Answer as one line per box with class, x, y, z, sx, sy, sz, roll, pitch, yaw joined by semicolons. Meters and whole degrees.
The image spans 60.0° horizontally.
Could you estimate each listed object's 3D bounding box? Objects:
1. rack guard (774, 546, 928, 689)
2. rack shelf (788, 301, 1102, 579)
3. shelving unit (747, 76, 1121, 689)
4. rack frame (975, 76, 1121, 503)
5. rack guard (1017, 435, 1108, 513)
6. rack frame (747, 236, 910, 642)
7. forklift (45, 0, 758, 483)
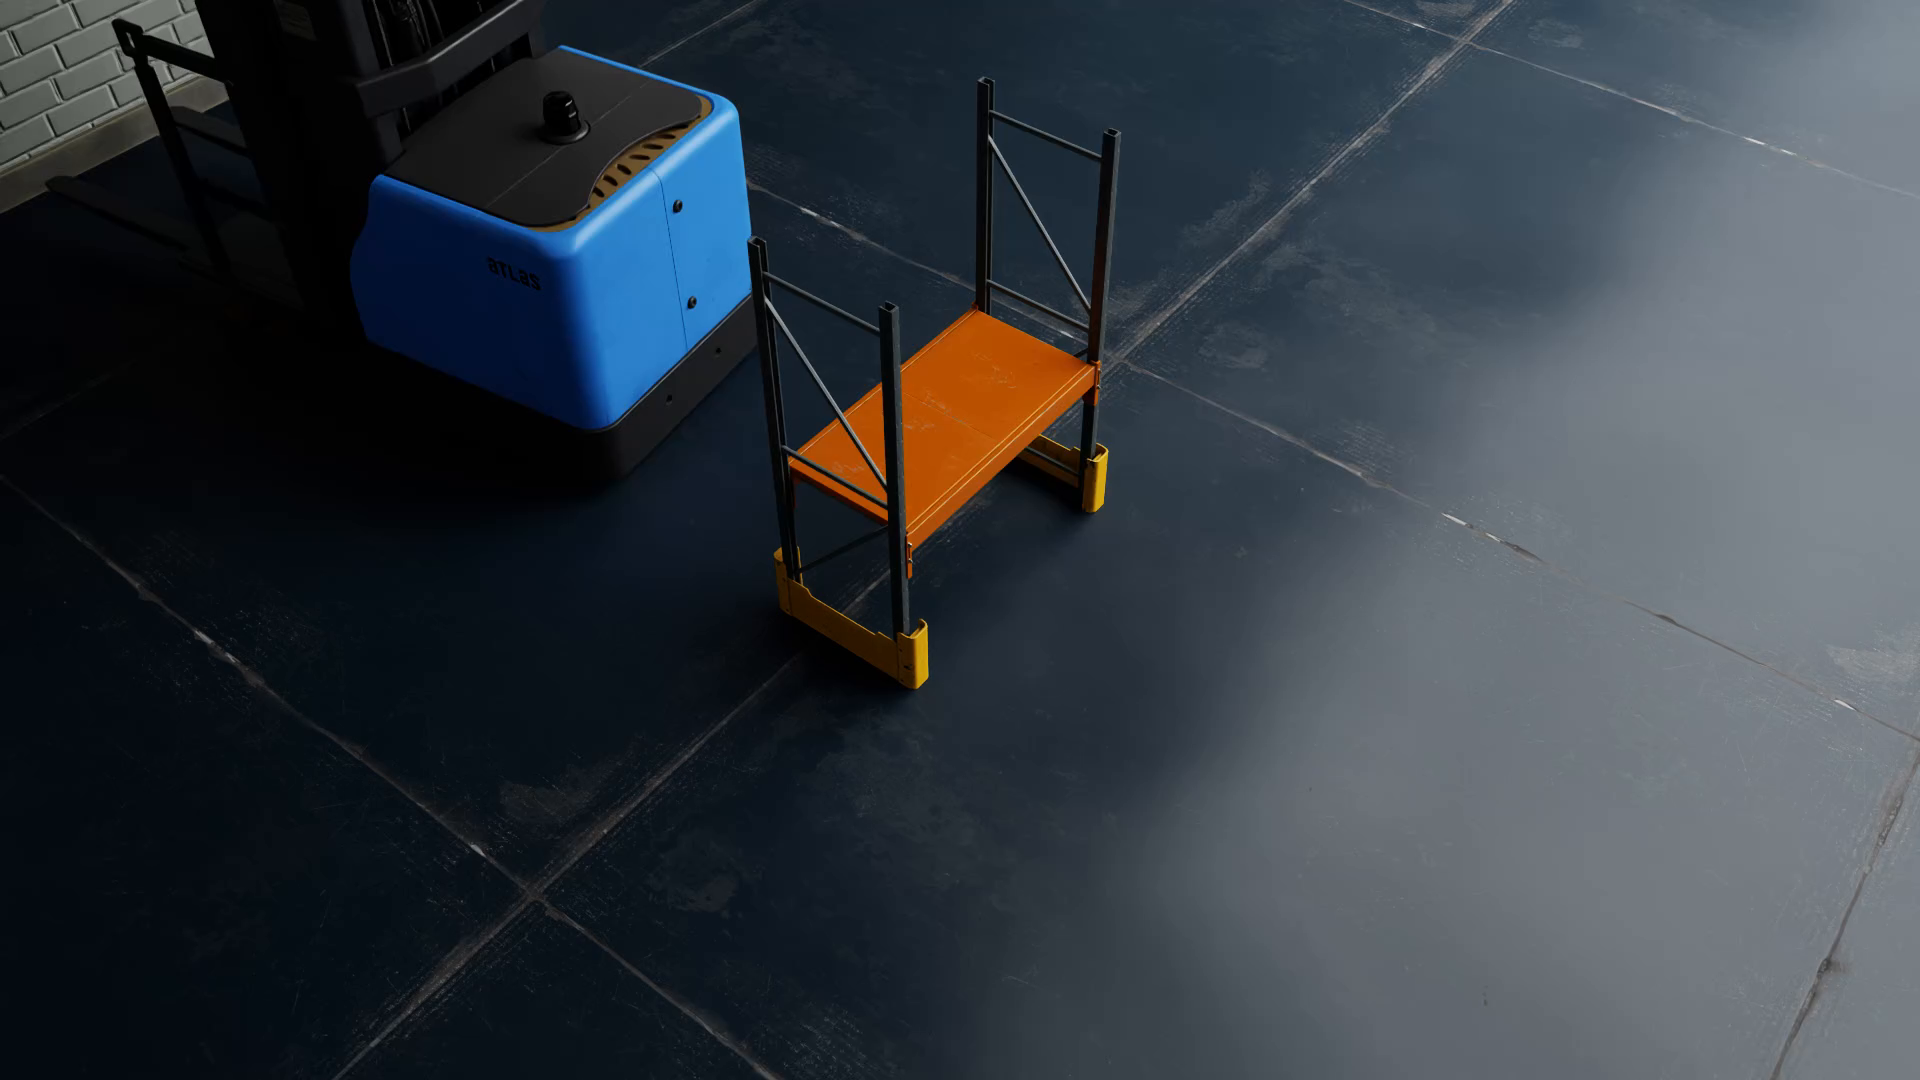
rack guard;-0.351;0.242;5.346;0.587;0.250;0.087;29;53;25
rack shelf;-0.052;-0.345;5.291;0.538;0.185;1.000;29;53;25
shelving unit;-0.047;-0.474;5.166;0.587;1.500;1.083;29;53;25
rack frame;0.259;-0.760;5.439;0.500;1.500;0.032;29;53;25
rack guard;0.258;-0.328;5.890;0.587;0.250;0.087;29;53;25
rack frame;-0.363;-0.178;4.883;0.500;1.500;0.032;29;53;25
forklift;-2.286;-2.001;5.634;3.031;2.935;1.130;22;50;20
